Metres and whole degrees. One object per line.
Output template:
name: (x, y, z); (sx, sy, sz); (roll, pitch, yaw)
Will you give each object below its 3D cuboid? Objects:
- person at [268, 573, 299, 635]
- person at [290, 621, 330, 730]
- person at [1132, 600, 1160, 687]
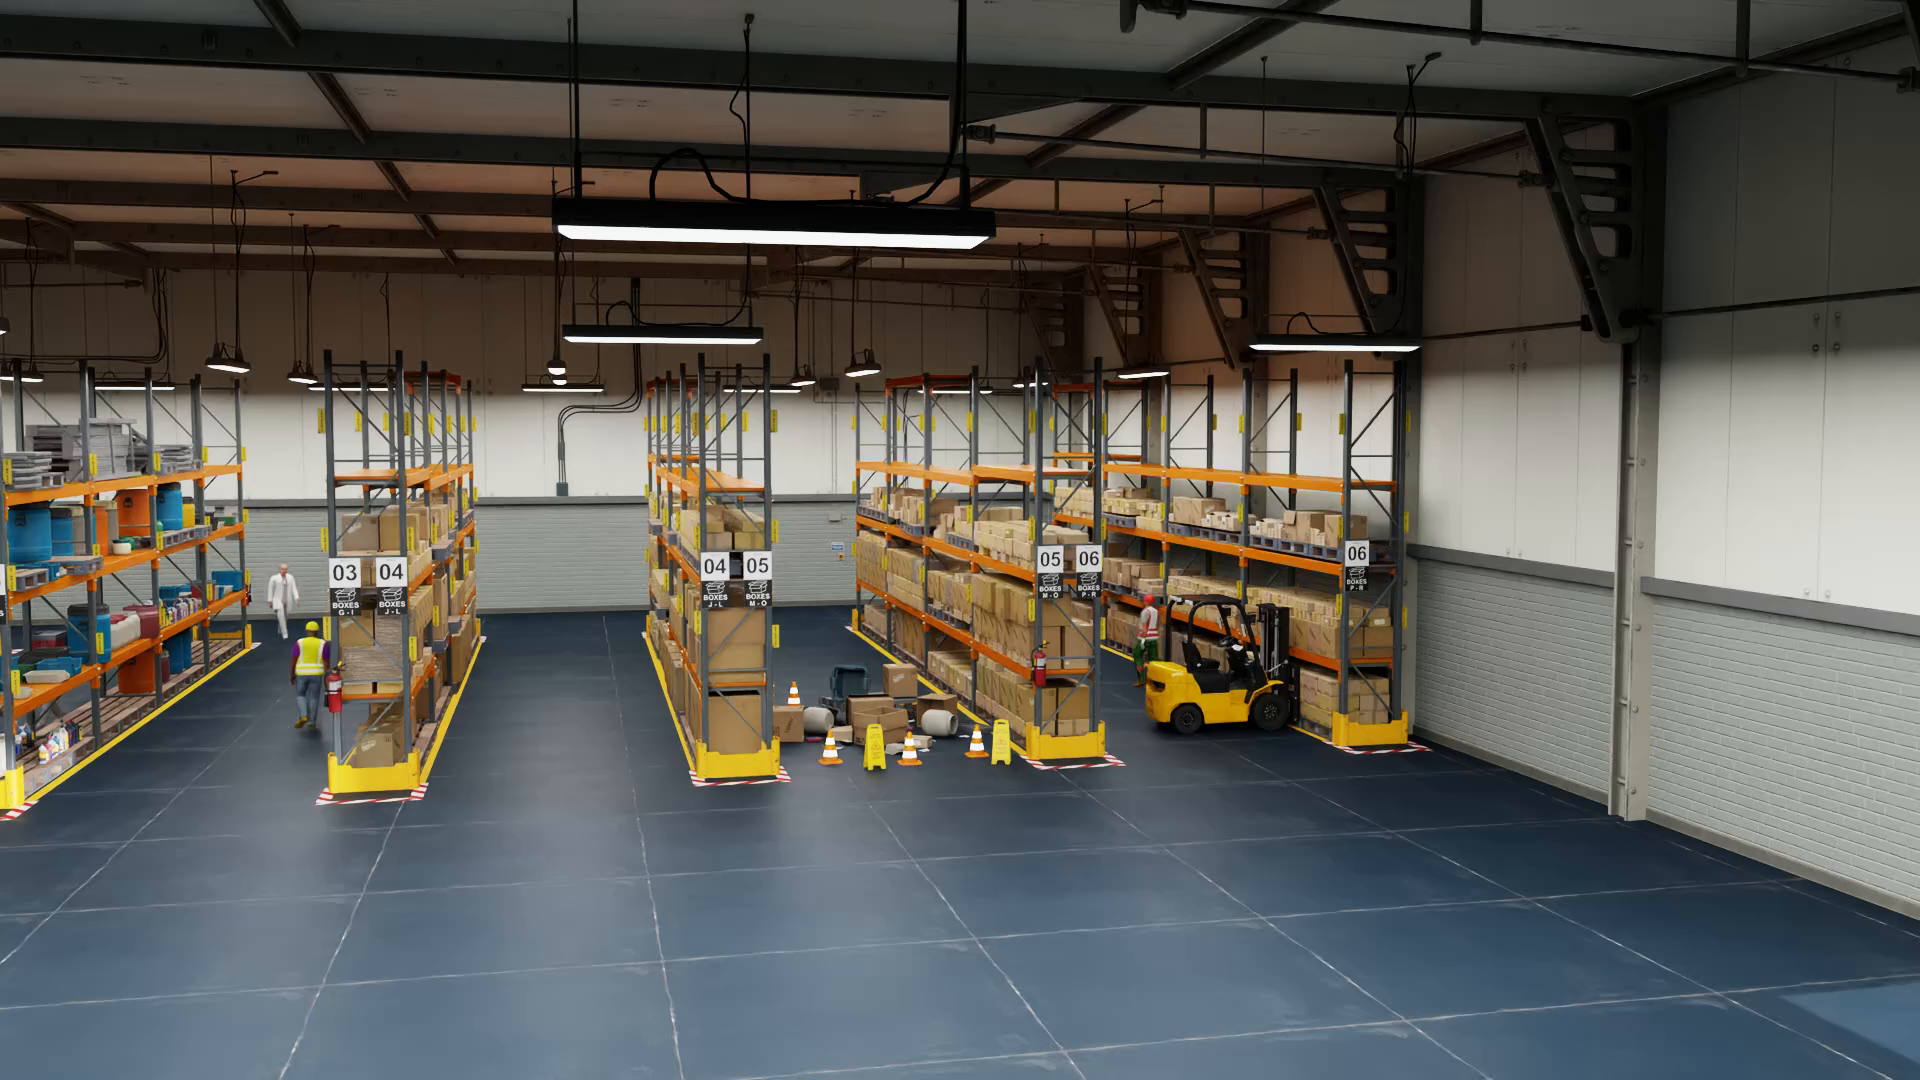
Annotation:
person: (-15.846, 1.484, 38.887); (0.642, 1.444, 0.961); (-3, 5, -40)
person: (-10.638, 2.218, 27.216); (0.603, 1.761, 0.478); (-1, 4, -18)
person: (3.600, 1.949, 31.559); (0.539, 1.760, 0.528); (-2, 4, -27)
